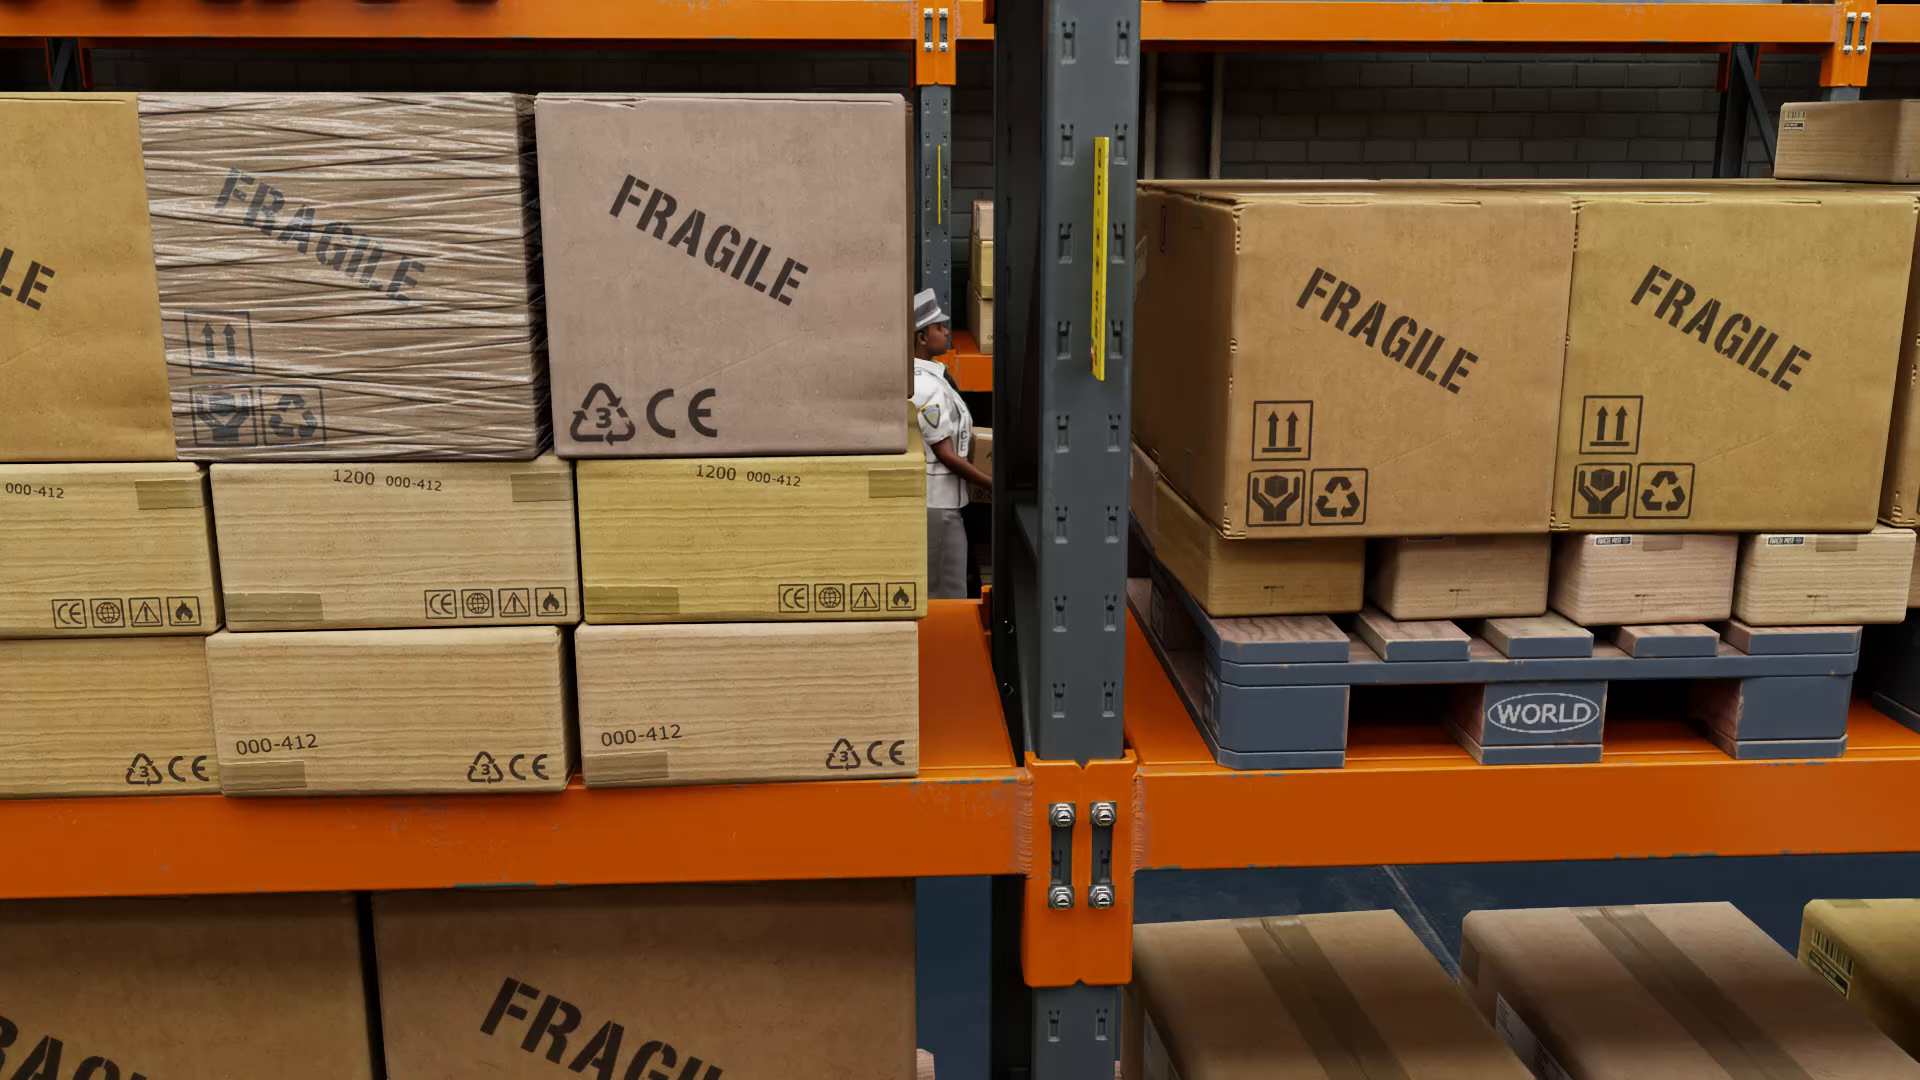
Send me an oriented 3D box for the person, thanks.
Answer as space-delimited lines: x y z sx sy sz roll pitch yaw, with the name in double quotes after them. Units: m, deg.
-0.036 -0.132 6.478 0.540 1.688 0.450 -2 14 -8 "person"
